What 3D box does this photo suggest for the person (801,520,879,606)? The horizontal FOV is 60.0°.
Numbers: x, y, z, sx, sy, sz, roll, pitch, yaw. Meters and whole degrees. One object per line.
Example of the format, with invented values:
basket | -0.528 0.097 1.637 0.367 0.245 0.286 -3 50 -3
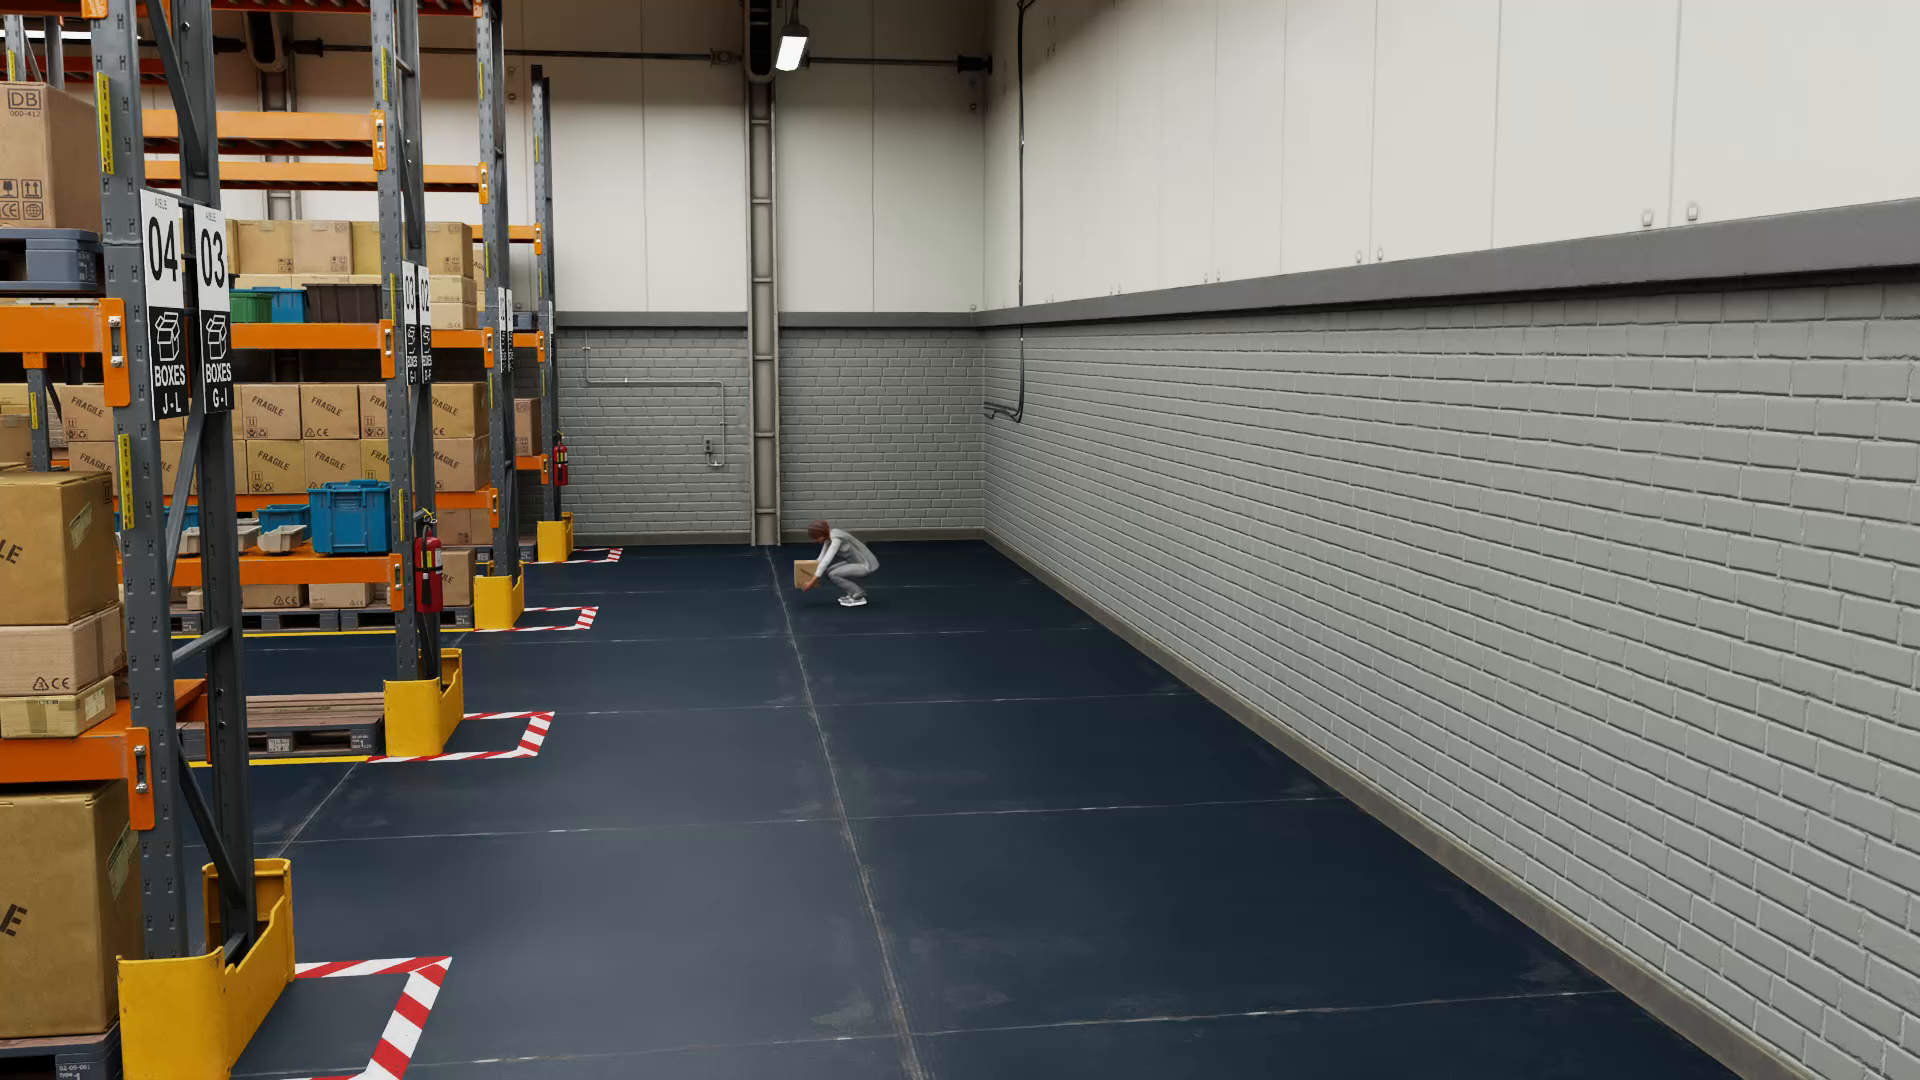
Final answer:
person | -1.234 0.230 17.131 0.811 0.888 0.461 -1 7 -9
